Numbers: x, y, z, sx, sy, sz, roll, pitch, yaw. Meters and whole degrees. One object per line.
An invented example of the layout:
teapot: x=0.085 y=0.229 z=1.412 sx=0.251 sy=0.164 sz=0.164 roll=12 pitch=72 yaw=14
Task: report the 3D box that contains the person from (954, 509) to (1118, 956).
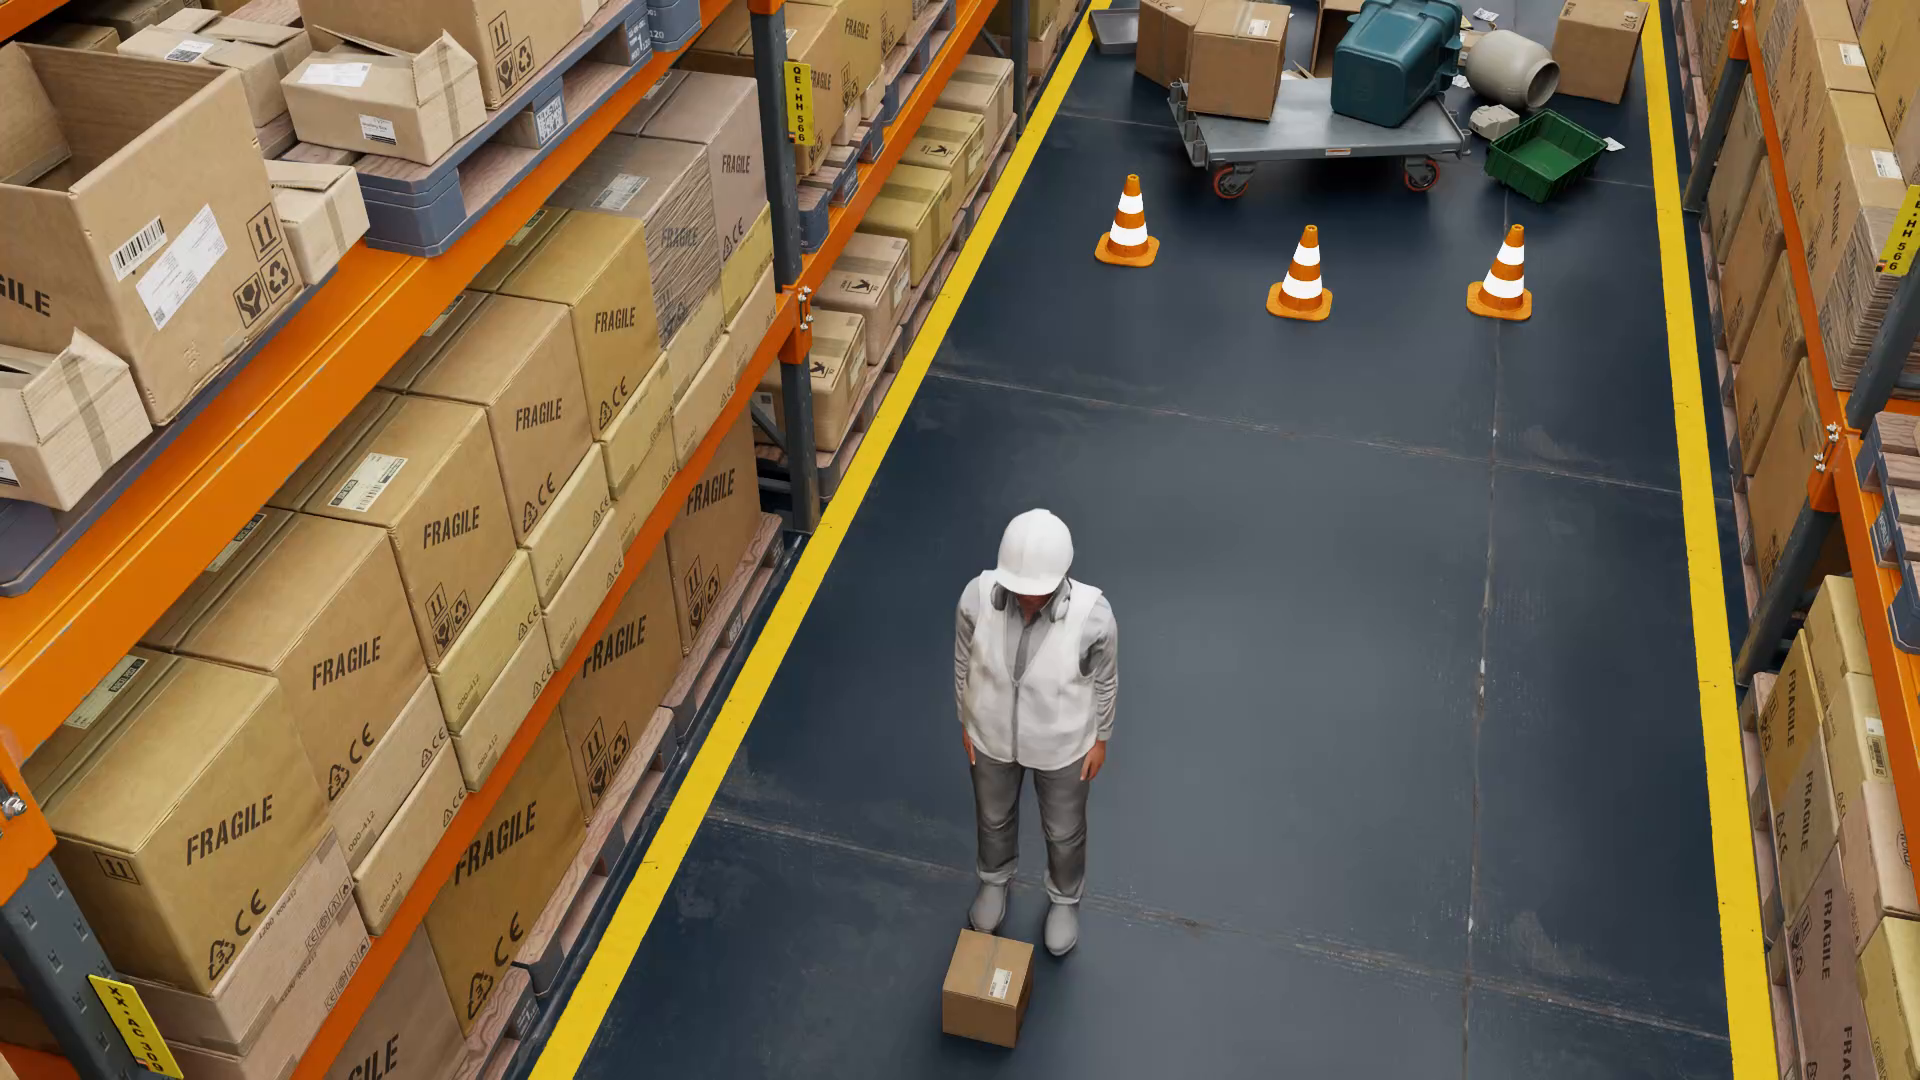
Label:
person: x=0.223 y=0.633 z=5.397 sx=0.533 sy=1.777 sz=0.389 roll=11 pitch=42 yaw=13
